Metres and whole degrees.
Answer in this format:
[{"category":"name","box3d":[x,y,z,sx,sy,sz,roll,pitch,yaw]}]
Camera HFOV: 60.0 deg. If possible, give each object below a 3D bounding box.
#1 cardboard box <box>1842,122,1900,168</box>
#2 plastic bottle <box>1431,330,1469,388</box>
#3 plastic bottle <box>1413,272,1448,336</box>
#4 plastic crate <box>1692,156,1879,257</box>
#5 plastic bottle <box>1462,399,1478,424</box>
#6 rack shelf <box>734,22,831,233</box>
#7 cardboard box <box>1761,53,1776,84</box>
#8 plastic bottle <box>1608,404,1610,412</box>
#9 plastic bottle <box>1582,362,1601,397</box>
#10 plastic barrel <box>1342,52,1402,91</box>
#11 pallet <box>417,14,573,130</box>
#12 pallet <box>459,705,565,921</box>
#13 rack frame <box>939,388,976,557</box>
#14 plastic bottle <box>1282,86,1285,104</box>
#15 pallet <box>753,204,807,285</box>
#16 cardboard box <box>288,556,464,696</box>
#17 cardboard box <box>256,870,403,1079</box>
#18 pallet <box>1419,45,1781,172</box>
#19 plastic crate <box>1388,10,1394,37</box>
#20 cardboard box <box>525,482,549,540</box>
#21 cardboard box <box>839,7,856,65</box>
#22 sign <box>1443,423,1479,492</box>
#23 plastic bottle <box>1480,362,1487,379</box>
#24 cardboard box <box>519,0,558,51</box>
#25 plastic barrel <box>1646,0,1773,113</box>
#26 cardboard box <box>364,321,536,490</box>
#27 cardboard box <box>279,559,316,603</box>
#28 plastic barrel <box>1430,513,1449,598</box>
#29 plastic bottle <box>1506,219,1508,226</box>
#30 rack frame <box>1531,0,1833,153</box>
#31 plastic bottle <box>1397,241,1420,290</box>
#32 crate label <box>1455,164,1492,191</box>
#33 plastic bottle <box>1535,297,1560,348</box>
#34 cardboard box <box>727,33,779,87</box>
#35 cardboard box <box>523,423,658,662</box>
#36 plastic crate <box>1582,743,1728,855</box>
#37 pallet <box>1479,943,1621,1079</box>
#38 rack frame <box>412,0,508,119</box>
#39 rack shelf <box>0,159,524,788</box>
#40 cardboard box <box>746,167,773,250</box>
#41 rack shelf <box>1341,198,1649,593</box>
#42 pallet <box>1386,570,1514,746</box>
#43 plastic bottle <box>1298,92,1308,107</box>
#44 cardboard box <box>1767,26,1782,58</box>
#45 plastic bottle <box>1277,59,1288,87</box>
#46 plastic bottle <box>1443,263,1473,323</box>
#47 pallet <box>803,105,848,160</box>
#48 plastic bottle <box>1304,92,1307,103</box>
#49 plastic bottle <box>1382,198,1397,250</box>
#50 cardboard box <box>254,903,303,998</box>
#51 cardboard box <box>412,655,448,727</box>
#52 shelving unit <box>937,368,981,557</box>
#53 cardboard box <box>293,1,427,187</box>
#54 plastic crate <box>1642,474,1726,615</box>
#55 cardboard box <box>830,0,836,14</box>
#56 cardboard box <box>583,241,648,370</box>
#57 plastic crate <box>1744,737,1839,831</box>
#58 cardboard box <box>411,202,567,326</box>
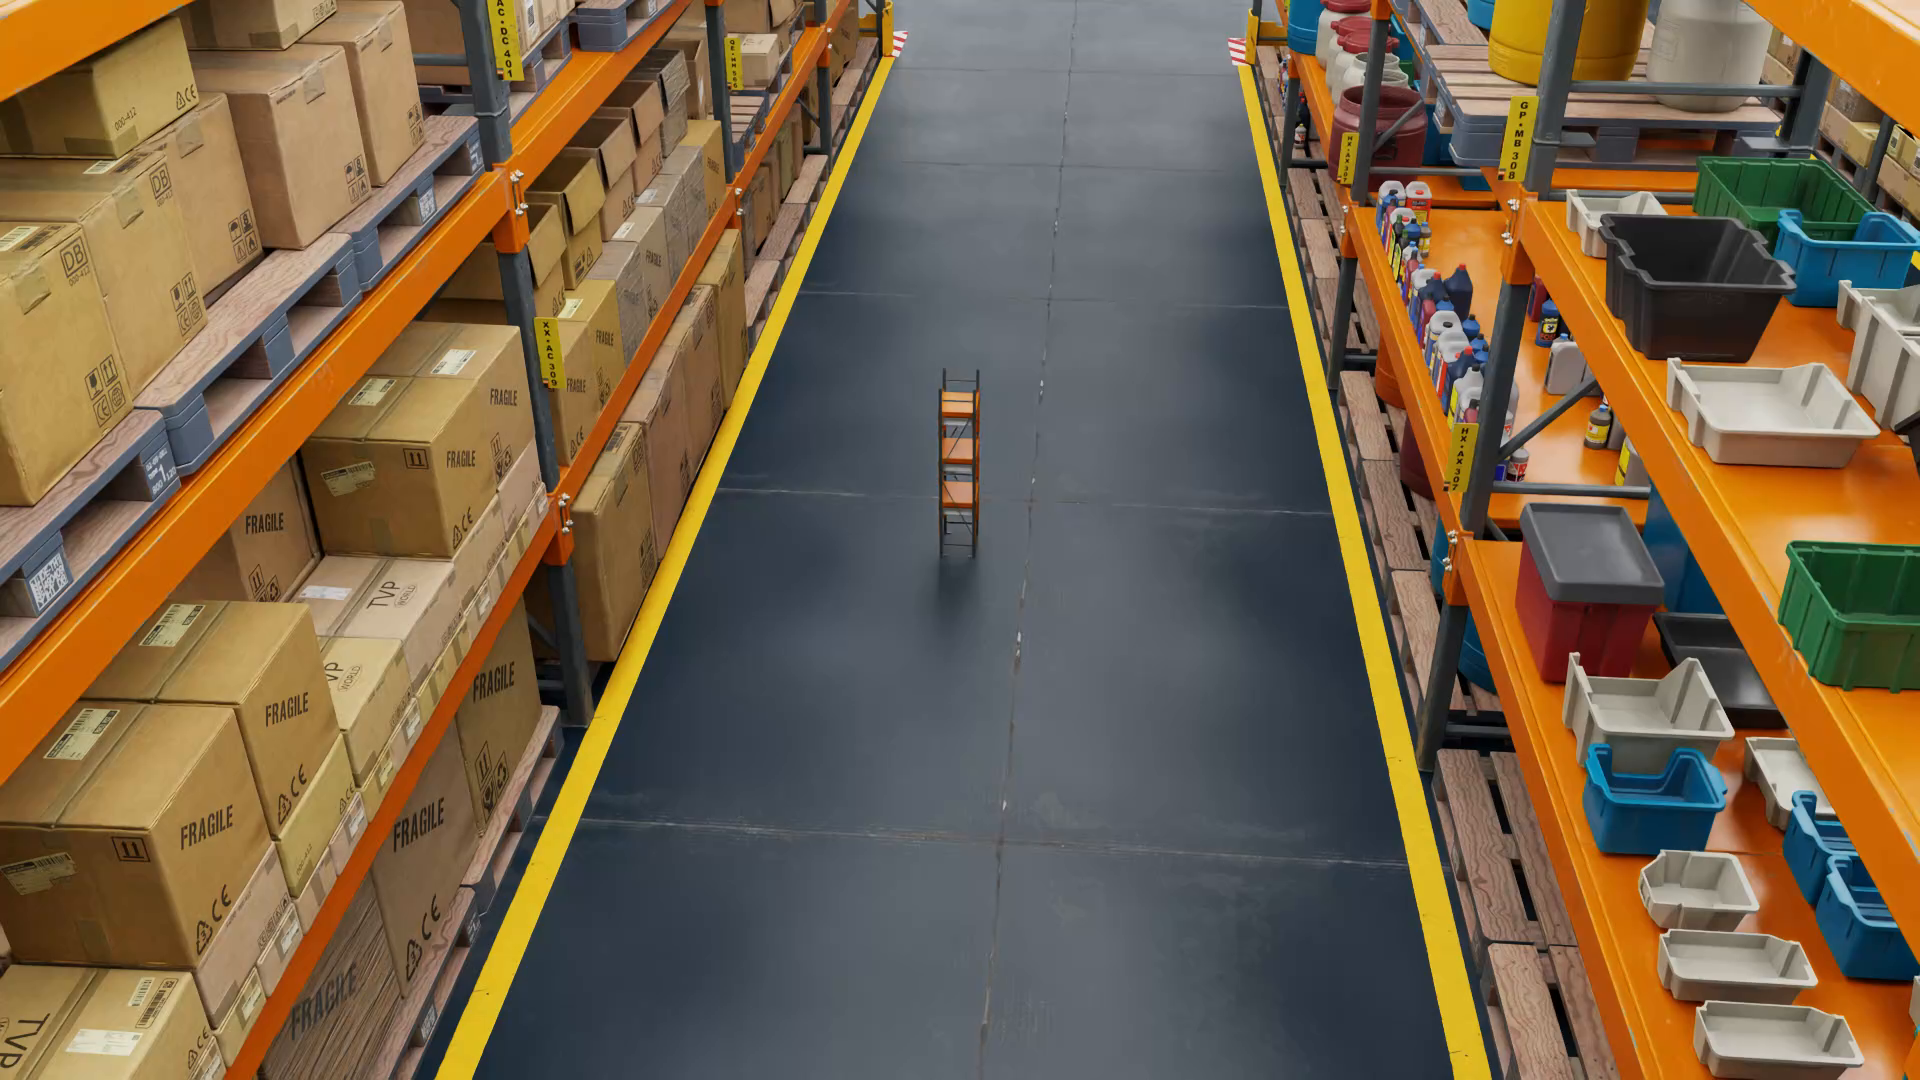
[{"category":"cardboard box","box3d":[8.052,-3.431,14.459,0.500,0.250,0.500,2,32,4]},{"category":"plastic bottle","box3d":[2.436,-0.893,8.239,0.152,0.276,0.135,2,32,4]},{"category":"plastic bottle","box3d":[2.483,-1.251,8.748,0.144,0.351,0.185,2,32,4]},{"category":"plastic crate","box3d":[2.911,-1.153,5.886,0.450,0.188,0.662,2,32,4]},{"category":"plastic bottle","box3d":[2.328,-0.494,7.584,0.061,0.283,0.133,2,32,4]},{"category":"rack shelf","box3d":[-1.804,-3.244,12.620,1.077,0.370,4.000,2,32,4]},{"category":"cardboard box","box3d":[8.256,-4.738,16.580,0.500,0.250,0.500,2,32,4]},{"category":"plastic bottle","box3d":[3.136,-0.644,7.905,0.097,0.201,0.097,0,32,0]},{"category":"plastic bottle","box3d":[3.137,-0.858,8.182,0.152,0.276,0.135,2,32,4]},{"category":"plastic barrel","box3d":[2.875,-3.108,11.607,0.421,0.512,0.421,0,32,0]},{"category":"pallet","box3d":[-2.267,-2.090,7.385,0.805,0.209,1.217,1,32,2]},{"category":"pallet","box3d":[-2.432,1.169,7.433,1.003,0.211,1.213,2,32,4]},{"category":"rack frame","box3d":[-0.014,-0.355,9.106,0.200,1.050,0.008,2,32,4]},{"category":"plastic bottle","box3d":[3.119,-4.254,15.822,0.097,0.201,0.097,0,32,0]},{"category":"pallet","box3d":[-1.799,-2.362,13.162,1.003,0.211,1.213,2,32,4]},{"category":"cardboard box","box3d":[-2.147,0.304,6.037,0.500,0.250,0.500,3,32,5]},{"category":"cardboard box","box3d":[-2.571,1.591,5.715,0.875,0.875,0.875,2,32,4]},{"category":"pallet","box3d":[2.611,-1.812,6.932,1.213,0.211,1.003,2,32,4]},{"category":"plastic crate","box3d":[3.561,-4.145,13.337,0.402,0.464,0.583,2,32,4]},{"category":"cardboard box","box3d":[-1.990,-0.132,7.125,0.380,0.149,0.250,3,32,4]},{"category":"cardboard box","box3d":[-1.397,-5.162,17.030,0.500,0.500,0.500,11,33,17]},{"category":"sign","box3d":[2.096,-0.343,6.965,0.100,0.325,0.005,2,32,4]},{"category":"plastic bottle","box3d":[2.552,-0.765,7.960,0.144,0.351,0.185,2,32,4]},{"category":"cardboard box","box3d":[-2.113,-2.400,7.392,0.500,0.311,0.500,1,32,2]},{"category":"plastic barrel","box3d":[2.937,-1.979,6.494,0.433,0.535,0.433,0,32,0]},{"category":"cardboard box","box3d":[-2.063,-0.543,6.697,0.500,0.500,0.500,3,32,5]},{"category":"cardboard box","box3d":[-2.673,0.290,6.060,0.500,0.250,0.500,3,32,5]},{"category":"plastic barrel","box3d":[2.763,-0.141,8.499,0.600,0.901,0.708,2,32,4]},{"category":"plastic bottle","box3d":[3.362,-2.013,10.049,0.061,0.283,0.133,2,32,4]},{"category":"rack frame","box3d":[2.644,-2.755,5.423,1.000,3.000,0.127,2,32,4]},{"category":"plastic bottle","box3d":[2.509,-1.534,9.282,0.097,0.271,0.097,0,32,0]},{"category":"crate label","box3d":[3.378,-2.426,10.767,0.303,0.233,0.416,2,32,4]},{"category":"plastic bottle","box3d":[3.065,-1.145,8.652,0.097,0.271,0.097,0,32,0]},{"category":"cardboard box","box3d":[-1.601,-3.486,12.070,0.500,0.250,0.500,2,32,3]},{"category":"cardboard box","box3d":[-2.260,-0.022,8.332,1.225,0.875,0.875,3,32,4]},{"category":"plastic crate","box3d":[2.230,0.851,5.392,0.416,0.233,0.300,2,32,4]},{"category":"pallet","box3d":[2.527,2.012,6.064,1.003,0.211,1.213,2,32,4]},{"category":"rack frame","box3d":[-2.292,-2.967,5.767,1.000,3.000,0.127,2,32,4]},{"category":"rack shelf","box3d":[-2.455,-0.338,5.045,1.077,0.370,4.000,2,32,4]},{"category":"cardboard box","box3d":[-1.860,-2.566,12.798,0.700,0.500,0.500,5,32,8]},{"category":"rack shelf","box3d":[2.807,-0.941,8.883,1.077,0.370,4.000,2,32,4]},{"category":"pallet","box3d":[2.749,0.584,8.381,1.003,0.211,1.213,2,32,4]},{"category":"plastic bottle","box3d":[3.077,-3.893,15.094,0.144,0.351,0.185,1,32,2]},{"category":"cardboard box","box3d":[8.254,-5.057,16.383,0.500,0.500,0.500,2,32,4]},{"category":"plastic bottle","box3d":[3.163,-4.567,16.263,0.097,0.271,0.097,0,32,0]},{"category":"plastic bottle","box3d":[2.645,-1.315,8.851,0.144,0.351,0.185,2,32,4]},{"category":"pallet","box3d":[-1.621,-3.761,15.433,1.003,0.211,1.213,2,32,4]},{"category":"plastic bottle","box3d":[3.207,-4.043,15.401,0.061,0.283,0.133,2,32,4]},{"category":"plastic bottle","box3d":[2.541,-1.861,9.802,0.061,0.283,0.133,2,32,4]},{"category":"cardboard box","box3d":[-2.200,1.210,4.947,0.380,0.149,0.250,2,32,3]},{"category":"cardboard box","box3d":[-2.095,0.540,6.035,0.380,0.149,0.250,2,32,3]},{"category":"shelving unit","box3d":[-0.004,-0.419,9.209,0.215,1.050,0.252,2,32,4]},{"category":"cardboard box","box3d":[-2.296,-1.542,5.723,0.700,0.500,0.500,1,32,1]},{"category":"plastic crate","box3d":[2.946,0.039,6.566,0.392,0.384,0.575,2,32,4]},{"category":"cardboard box","box3d":[-1.290,-4.719,14.567,0.380,0.149,0.250,2,32,4]},{"category":"cardboard box","box3d":[-1.924,-1.210,8.539,0.500,0.500,0.500,2,32,3]},{"category":"plastic crate","box3d":[2.802,0.809,5.552,0.293,0.136,0.466,2,32,4]},{"category":"cardboard box","box3d":[-2.248,-1.217,7.594,0.797,0.503,0.637,2,32,3]}]
